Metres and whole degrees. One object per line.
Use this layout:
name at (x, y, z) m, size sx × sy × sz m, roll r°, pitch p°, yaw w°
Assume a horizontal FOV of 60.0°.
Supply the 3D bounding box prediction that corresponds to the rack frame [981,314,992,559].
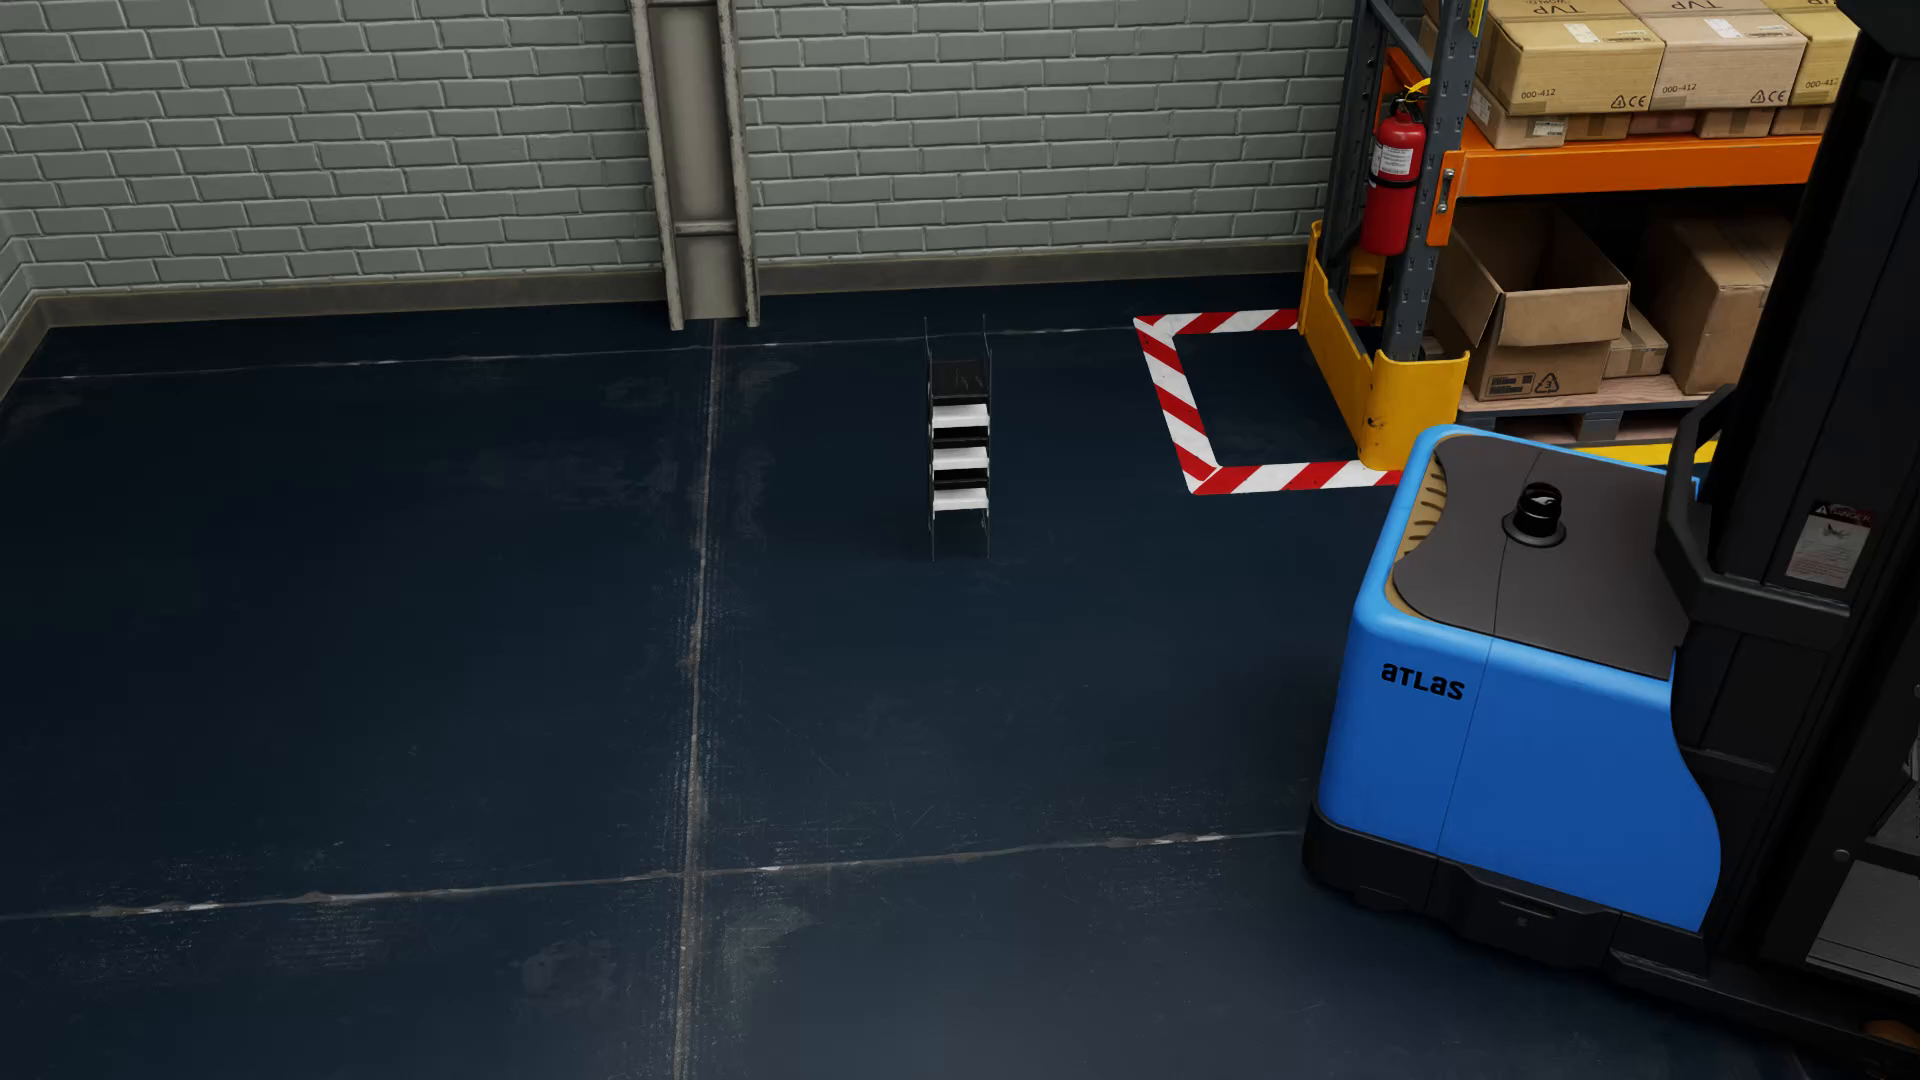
rack frame at (0.093, -0.358, 5.978) m, size 0.006 × 0.900 × 0.240 m, roll -3°, pitch 38°, yaw -4°

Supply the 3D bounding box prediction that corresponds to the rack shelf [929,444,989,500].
rack shelf at (-0.008, -0.256, 6.047) m, size 0.200 × 0.077 × 0.258 m, roll -3°, pitch 38°, yaw -4°

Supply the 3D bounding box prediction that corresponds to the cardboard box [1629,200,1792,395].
cardboard box at (3.126, -0.995, 6.768) m, size 0.500 × 0.500 × 0.700 m, roll -2°, pitch 38°, yaw -2°

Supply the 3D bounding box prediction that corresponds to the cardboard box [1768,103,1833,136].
cardboard box at (3.035, -1.636, 6.104) m, size 0.250 × 0.149 × 0.380 m, roll -3°, pitch 38°, yaw -3°

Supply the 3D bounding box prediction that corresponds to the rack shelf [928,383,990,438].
rack shelf at (-0.008, -0.468, 5.880) m, size 0.200 × 0.077 × 0.258 m, roll -3°, pitch 38°, yaw -4°

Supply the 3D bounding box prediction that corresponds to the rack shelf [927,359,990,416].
rack shelf at (-0.008, -0.539, 5.824) m, size 0.200 × 0.077 × 0.258 m, roll -3°, pitch 38°, yaw -4°

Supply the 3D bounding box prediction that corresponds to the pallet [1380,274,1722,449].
pallet at (2.523, -0.767, 7.052) m, size 1.213 × 0.211 × 1.003 m, roll -3°, pitch 38°, yaw -4°

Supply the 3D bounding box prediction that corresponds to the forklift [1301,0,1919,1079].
forklift at (2.579, -0.042, 3.937) m, size 3.031 × 2.935 × 1.130 m, roll 15°, pitch 41°, yaw 18°

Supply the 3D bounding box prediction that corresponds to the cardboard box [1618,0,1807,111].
cardboard box at (2.632, -1.758, 5.937) m, size 0.500 × 0.250 × 0.500 m, roll -3°, pitch 38°, yaw -3°

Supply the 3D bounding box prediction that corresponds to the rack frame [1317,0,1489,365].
rack frame at (1.654, -1.813, 6.126) m, size 0.127 × 3.000 × 1.000 m, roll -3°, pitch 38°, yaw -4°

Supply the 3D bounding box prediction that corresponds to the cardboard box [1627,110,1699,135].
cardboard box at (2.513, -1.642, 6.112) m, size 0.250 × 0.149 × 0.380 m, roll -4°, pitch 38°, yaw -5°

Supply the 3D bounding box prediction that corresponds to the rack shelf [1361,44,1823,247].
rack shelf at (3.646, -1.641, 6.488) m, size 4.000 × 0.370 × 1.077 m, roll -3°, pitch 38°, yaw -4°

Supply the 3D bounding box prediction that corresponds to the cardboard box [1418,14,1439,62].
cardboard box at (1.960, -1.898, 6.437) m, size 0.250 × 0.149 × 0.380 m, roll -4°, pitch 38°, yaw -4°

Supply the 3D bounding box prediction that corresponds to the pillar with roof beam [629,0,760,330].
pillar with roof beam at (-0.731, -1.920, 1.419) m, size 0.400 × 9.000 × 9.100 m, roll -3°, pitch 38°, yaw -4°

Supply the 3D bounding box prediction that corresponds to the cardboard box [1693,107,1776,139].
cardboard box at (2.770, -1.618, 6.082) m, size 0.250 × 0.149 × 0.380 m, roll -2°, pitch 38°, yaw -3°

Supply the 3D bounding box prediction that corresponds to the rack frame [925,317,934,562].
rack frame at (-0.109, -0.347, 5.964) m, size 0.006 × 0.900 × 0.240 m, roll -3°, pitch 38°, yaw -4°

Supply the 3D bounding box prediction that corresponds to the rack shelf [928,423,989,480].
rack shelf at (-0.008, -0.327, 5.991) m, size 0.200 × 0.077 × 0.258 m, roll -3°, pitch 38°, yaw -4°

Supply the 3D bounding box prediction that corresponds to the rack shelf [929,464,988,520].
rack shelf at (-0.008, -0.185, 6.103) m, size 0.200 × 0.077 × 0.258 m, roll -3°, pitch 38°, yaw -4°

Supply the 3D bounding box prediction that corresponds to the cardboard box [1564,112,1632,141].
cardboard box at (2.255, -1.606, 6.066) m, size 0.250 × 0.149 × 0.380 m, roll -2°, pitch 38°, yaw -3°

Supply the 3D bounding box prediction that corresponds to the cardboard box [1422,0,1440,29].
cardboard box at (2.088, -2.060, 6.320) m, size 0.500 × 0.250 × 0.500 m, roll -2°, pitch 38°, yaw -3°

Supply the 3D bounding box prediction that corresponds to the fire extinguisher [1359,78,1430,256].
fire extinguisher at (1.548, -1.343, 5.894) m, size 0.183 × 0.674 × 0.296 m, roll -3°, pitch 38°, yaw -4°

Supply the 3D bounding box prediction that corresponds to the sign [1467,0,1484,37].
sign at (1.702, -1.818, 5.434) m, size 0.005 × 0.325 × 0.100 m, roll -3°, pitch 38°, yaw -4°

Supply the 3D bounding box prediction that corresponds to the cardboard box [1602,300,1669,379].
cardboard box at (2.698, -0.833, 6.847) m, size 0.250 × 0.149 × 0.380 m, roll -5°, pitch 39°, yaw -6°

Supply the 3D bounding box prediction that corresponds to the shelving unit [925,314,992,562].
shelving unit at (-0.008, -0.353, 5.971) m, size 0.210 × 0.900 × 0.258 m, roll -3°, pitch 38°, yaw -4°

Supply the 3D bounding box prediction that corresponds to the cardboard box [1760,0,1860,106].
cardboard box at (3.136, -1.787, 5.975) m, size 0.500 × 0.250 × 0.500 m, roll -4°, pitch 38°, yaw -5°

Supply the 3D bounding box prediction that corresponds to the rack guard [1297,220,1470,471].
rack guard at (1.729, -0.836, 6.906) m, size 0.348 × 0.500 × 1.175 m, roll -3°, pitch 38°, yaw -4°

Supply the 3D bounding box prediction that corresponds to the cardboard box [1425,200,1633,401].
cardboard box at (2.271, -0.973, 6.738) m, size 0.637 × 0.503 × 0.797 m, roll -5°, pitch 39°, yaw -6°

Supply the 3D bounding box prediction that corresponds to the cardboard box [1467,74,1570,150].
cardboard box at (2.005, -1.563, 6.013) m, size 0.250 × 0.149 × 0.380 m, roll -3°, pitch 38°, yaw -4°

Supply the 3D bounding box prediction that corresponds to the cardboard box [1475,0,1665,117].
cardboard box at (2.129, -1.730, 5.902) m, size 0.500 × 0.250 × 0.500 m, roll -3°, pitch 38°, yaw -4°

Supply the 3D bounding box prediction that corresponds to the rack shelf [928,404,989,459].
rack shelf at (-0.008, -0.397, 5.936) m, size 0.200 × 0.077 × 0.258 m, roll -3°, pitch 38°, yaw -4°
